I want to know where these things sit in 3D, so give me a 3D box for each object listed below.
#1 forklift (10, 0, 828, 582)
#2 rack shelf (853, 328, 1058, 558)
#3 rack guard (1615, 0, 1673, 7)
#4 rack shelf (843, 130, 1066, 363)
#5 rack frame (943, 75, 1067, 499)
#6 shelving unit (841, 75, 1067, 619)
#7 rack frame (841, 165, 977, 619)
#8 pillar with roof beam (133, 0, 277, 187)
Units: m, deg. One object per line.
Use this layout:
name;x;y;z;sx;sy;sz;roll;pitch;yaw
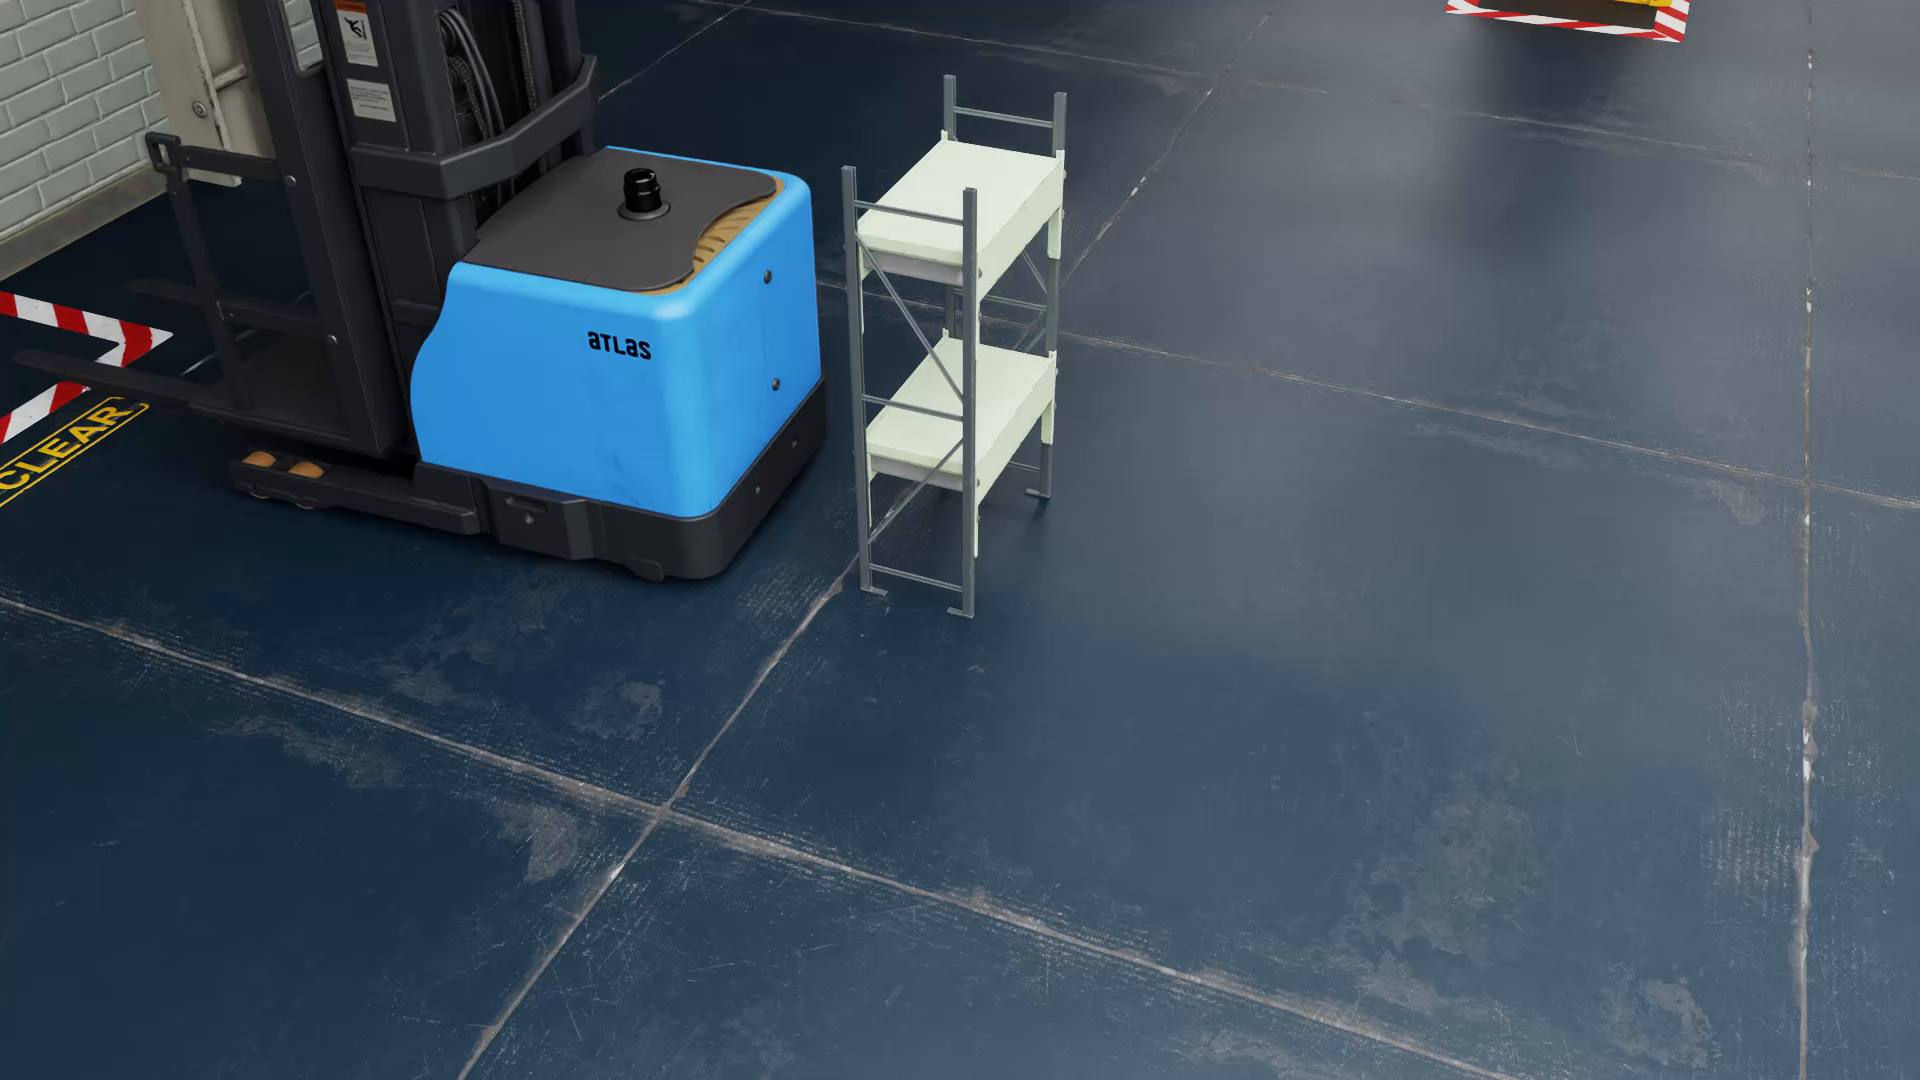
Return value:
forklift;-2.062;-1.567;5.399;3.031;2.935;1.130;12;38;15
rack shelf;-0.003;-0.336;5.491;0.431;0.370;0.720;14;39;18
rack guard;3.820;-3.645;10.209;1.175;0.500;0.348;14;39;18
rack shelf;-0.003;-0.910;5.062;0.431;0.370;0.720;14;39;18
rack frame;0.137;-0.800;5.567;0.400;1.500;0.023;14;39;18
shelving unit;-0.003;-0.597;5.296;0.431;1.500;0.755;14;39;18
rack frame;-0.142;-0.394;5.025;0.400;1.500;0.023;14;39;18
pillar with roof beam;0.411;-4.471;4.215;9.100;9.000;0.400;14;39;18
